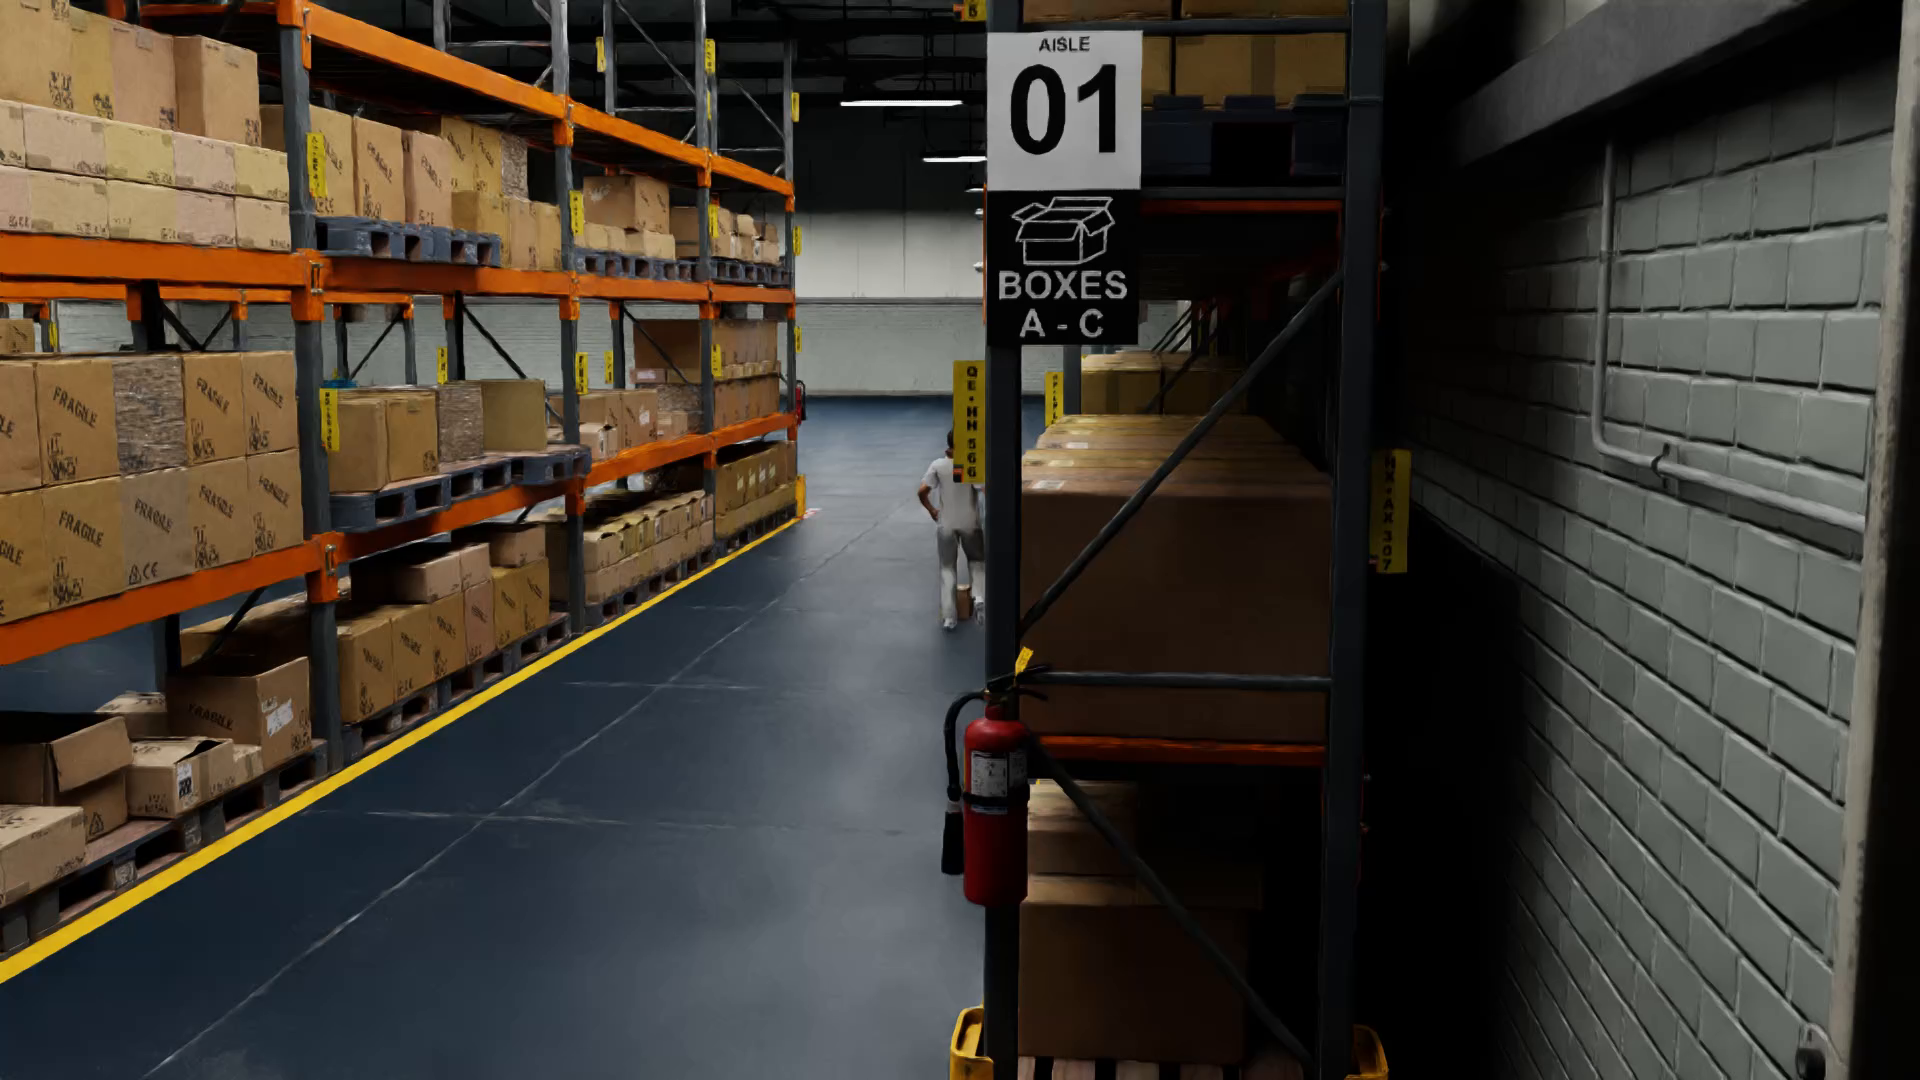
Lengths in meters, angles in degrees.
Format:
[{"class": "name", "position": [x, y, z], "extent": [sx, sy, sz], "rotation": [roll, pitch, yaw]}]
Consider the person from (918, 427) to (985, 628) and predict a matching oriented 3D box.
[{"class": "person", "position": [-0.014, -0.107, 13.201], "extent": [0.624, 1.621, 0.470], "rotation": [1, 8, 4]}]
